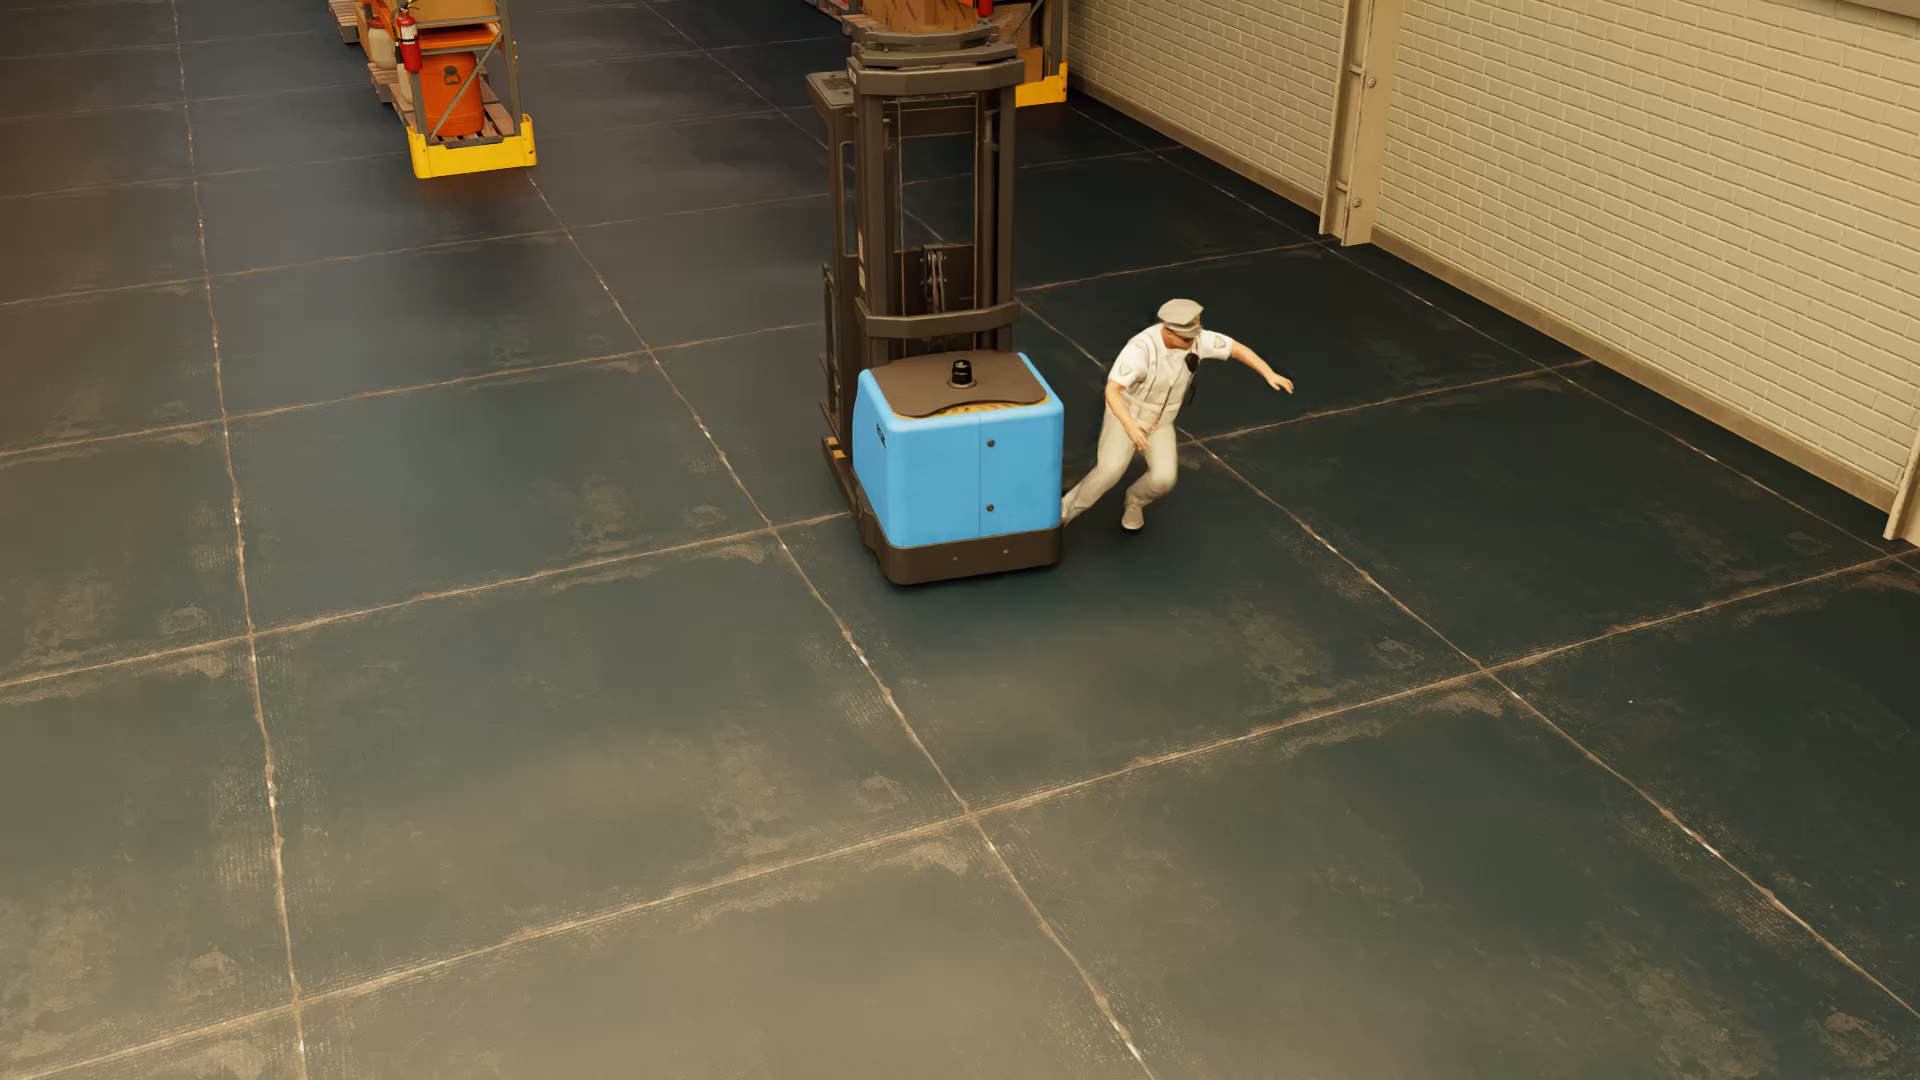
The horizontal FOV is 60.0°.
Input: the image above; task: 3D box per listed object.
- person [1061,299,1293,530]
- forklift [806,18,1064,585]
[{"bbox_3d":[1.098,-0.674,9.739,1.440,1.467,0.881,-12,32,-21],"label":"person"},{"bbox_3d":[-0.283,-1.735,10.155,1.130,2.935,3.031,-8,31,-13],"label":"forklift"}]
